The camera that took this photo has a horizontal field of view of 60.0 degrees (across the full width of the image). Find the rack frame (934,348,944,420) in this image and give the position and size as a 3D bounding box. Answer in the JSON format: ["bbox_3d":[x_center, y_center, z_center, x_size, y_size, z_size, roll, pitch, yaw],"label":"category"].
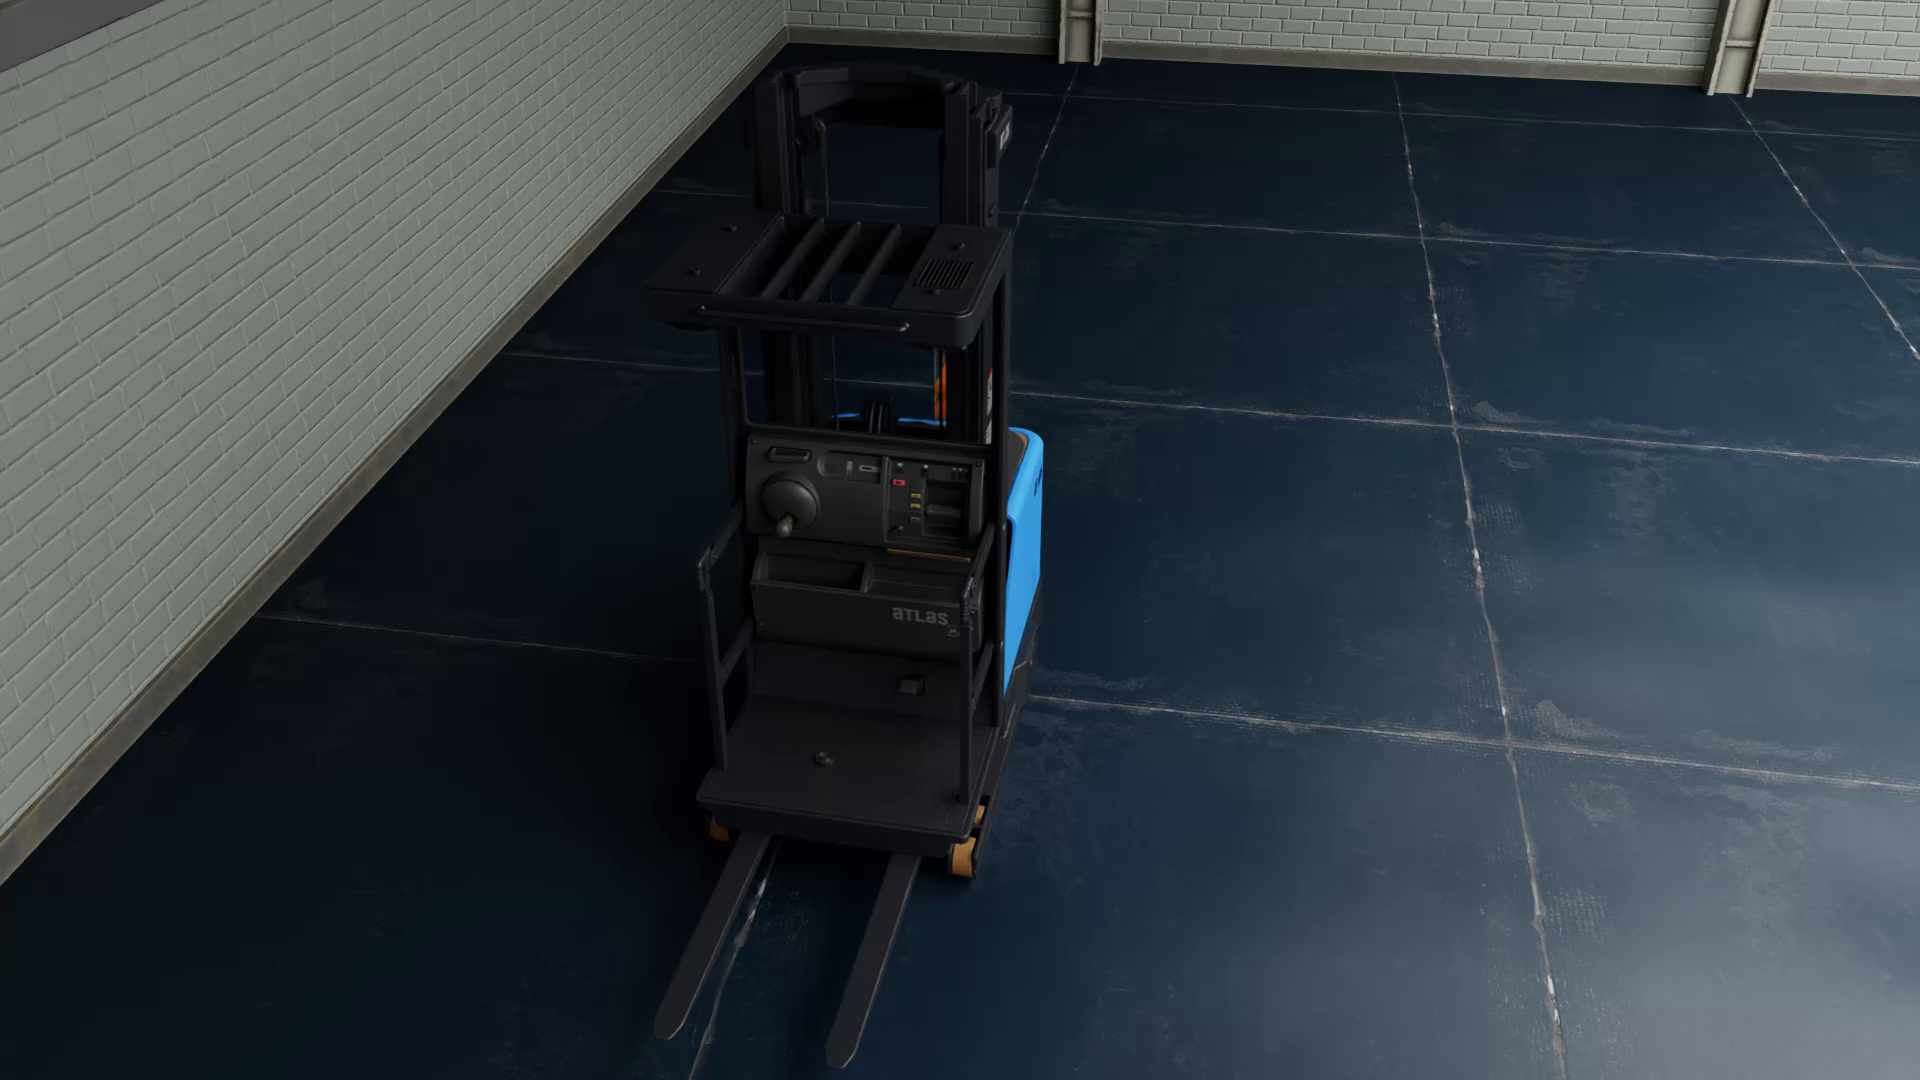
[{"bbox_3d":[-0.104,-0.518,8.447,0.006,1.200,0.240,5,32,8],"label":"rack frame"}]

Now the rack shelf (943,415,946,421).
[{"bbox_3d":[-0.014,-0.574,8.394,0.180,0.103,0.258,5,32,8],"label":"rack shelf"}]

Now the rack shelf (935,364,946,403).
[{"bbox_3d":[-0.014,-0.777,8.266,0.180,0.103,0.258,5,32,8],"label":"rack shelf"}]

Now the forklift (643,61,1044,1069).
[{"bbox_3d":[-0.409,-0.119,6.178,1.130,2.935,3.031,6,33,10],"label":"forklift"}]

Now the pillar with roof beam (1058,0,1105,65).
[{"bbox_3d":[0.449,-6.254,10.260,0.400,9.000,9.100,5,32,8],"label":"pillar with roof beam"}]

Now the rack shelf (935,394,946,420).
[{"bbox_3d":[-0.014,-0.676,8.330,0.180,0.103,0.258,5,32,8],"label":"rack shelf"}]

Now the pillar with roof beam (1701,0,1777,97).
[{"bbox_3d":[6.364,-5.718,9.404,0.400,9.000,9.100,5,32,8],"label":"pillar with roof beam"}]

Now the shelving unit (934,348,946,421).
[{"bbox_3d":[-0.014,-0.510,8.434,0.189,1.200,0.258,5,32,8],"label":"shelving unit"}]
